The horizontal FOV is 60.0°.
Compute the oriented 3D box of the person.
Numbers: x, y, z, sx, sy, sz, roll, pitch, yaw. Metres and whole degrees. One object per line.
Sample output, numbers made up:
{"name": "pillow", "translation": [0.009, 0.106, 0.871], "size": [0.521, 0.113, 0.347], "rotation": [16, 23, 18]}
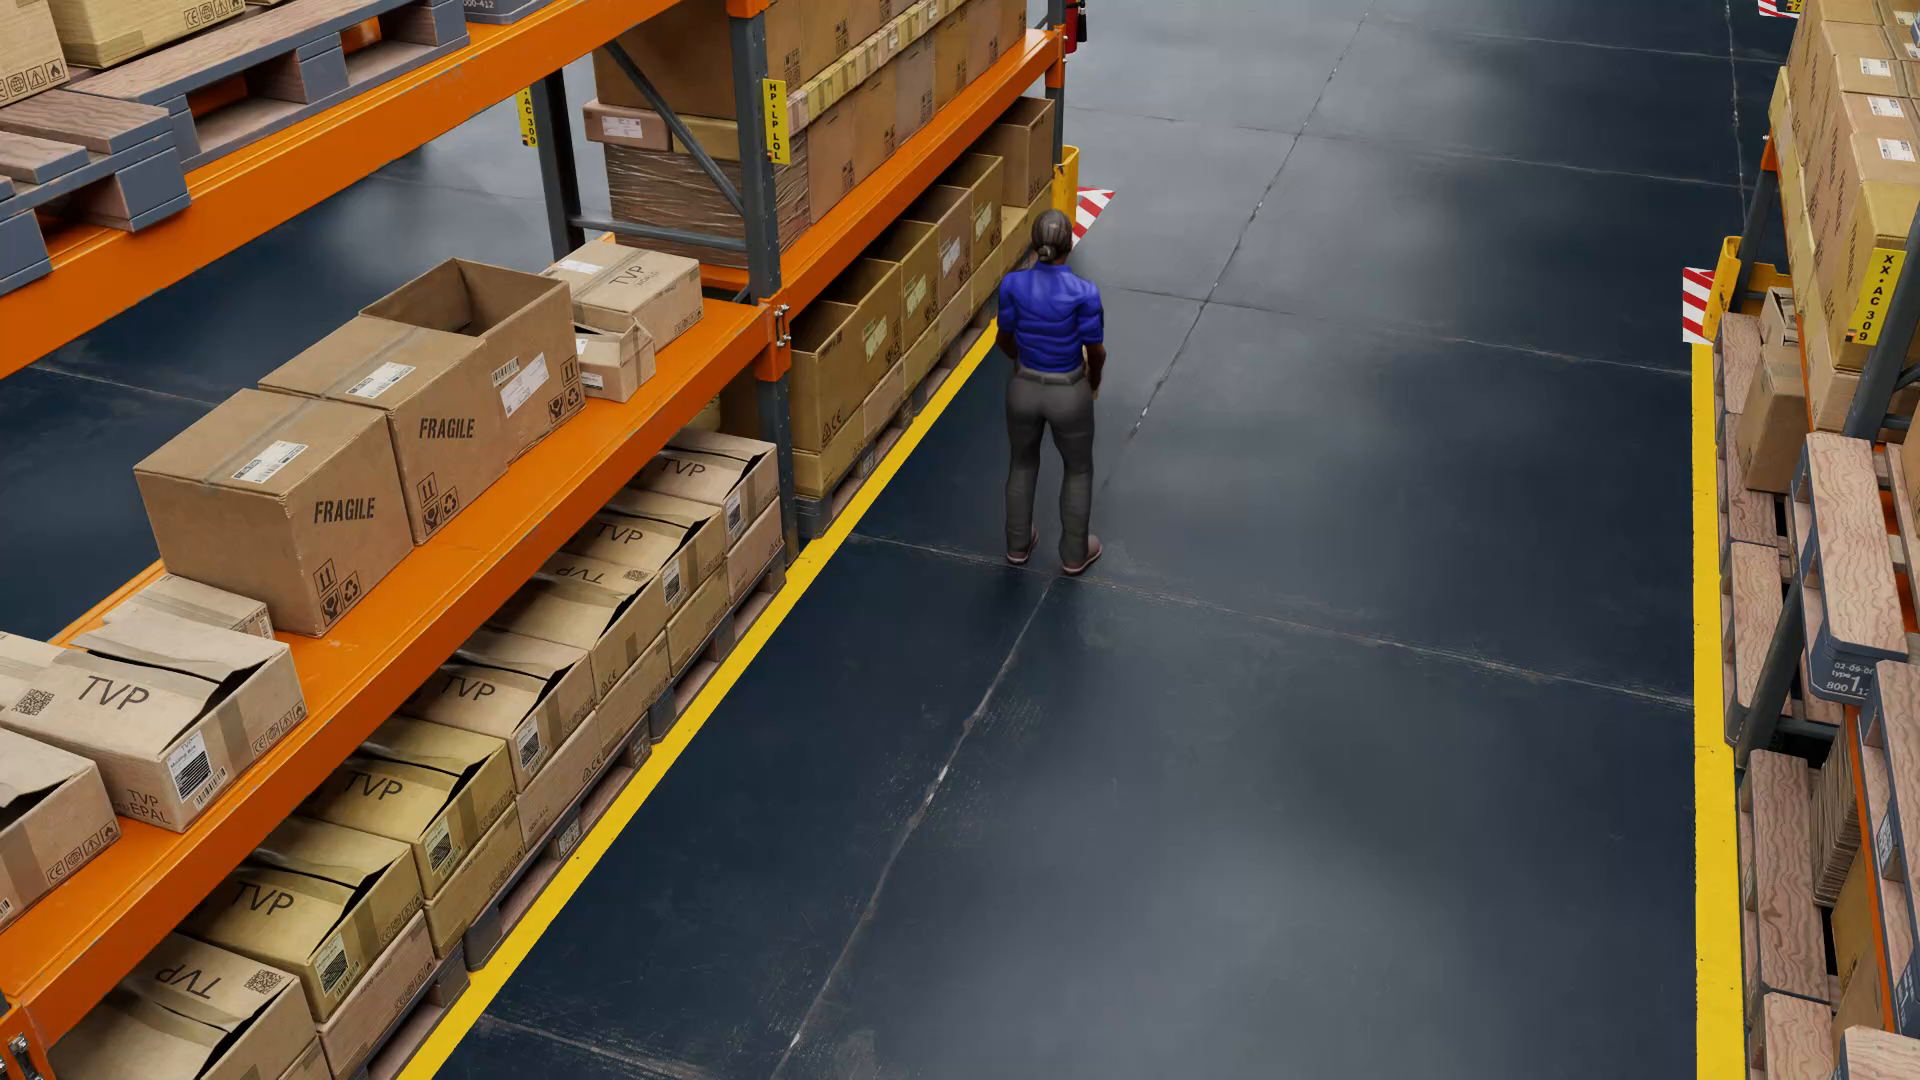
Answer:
{"name": "person", "translation": [0.394, -0.631, 7.106], "size": [0.478, 1.648, 0.405], "rotation": [11, 35, 16]}
